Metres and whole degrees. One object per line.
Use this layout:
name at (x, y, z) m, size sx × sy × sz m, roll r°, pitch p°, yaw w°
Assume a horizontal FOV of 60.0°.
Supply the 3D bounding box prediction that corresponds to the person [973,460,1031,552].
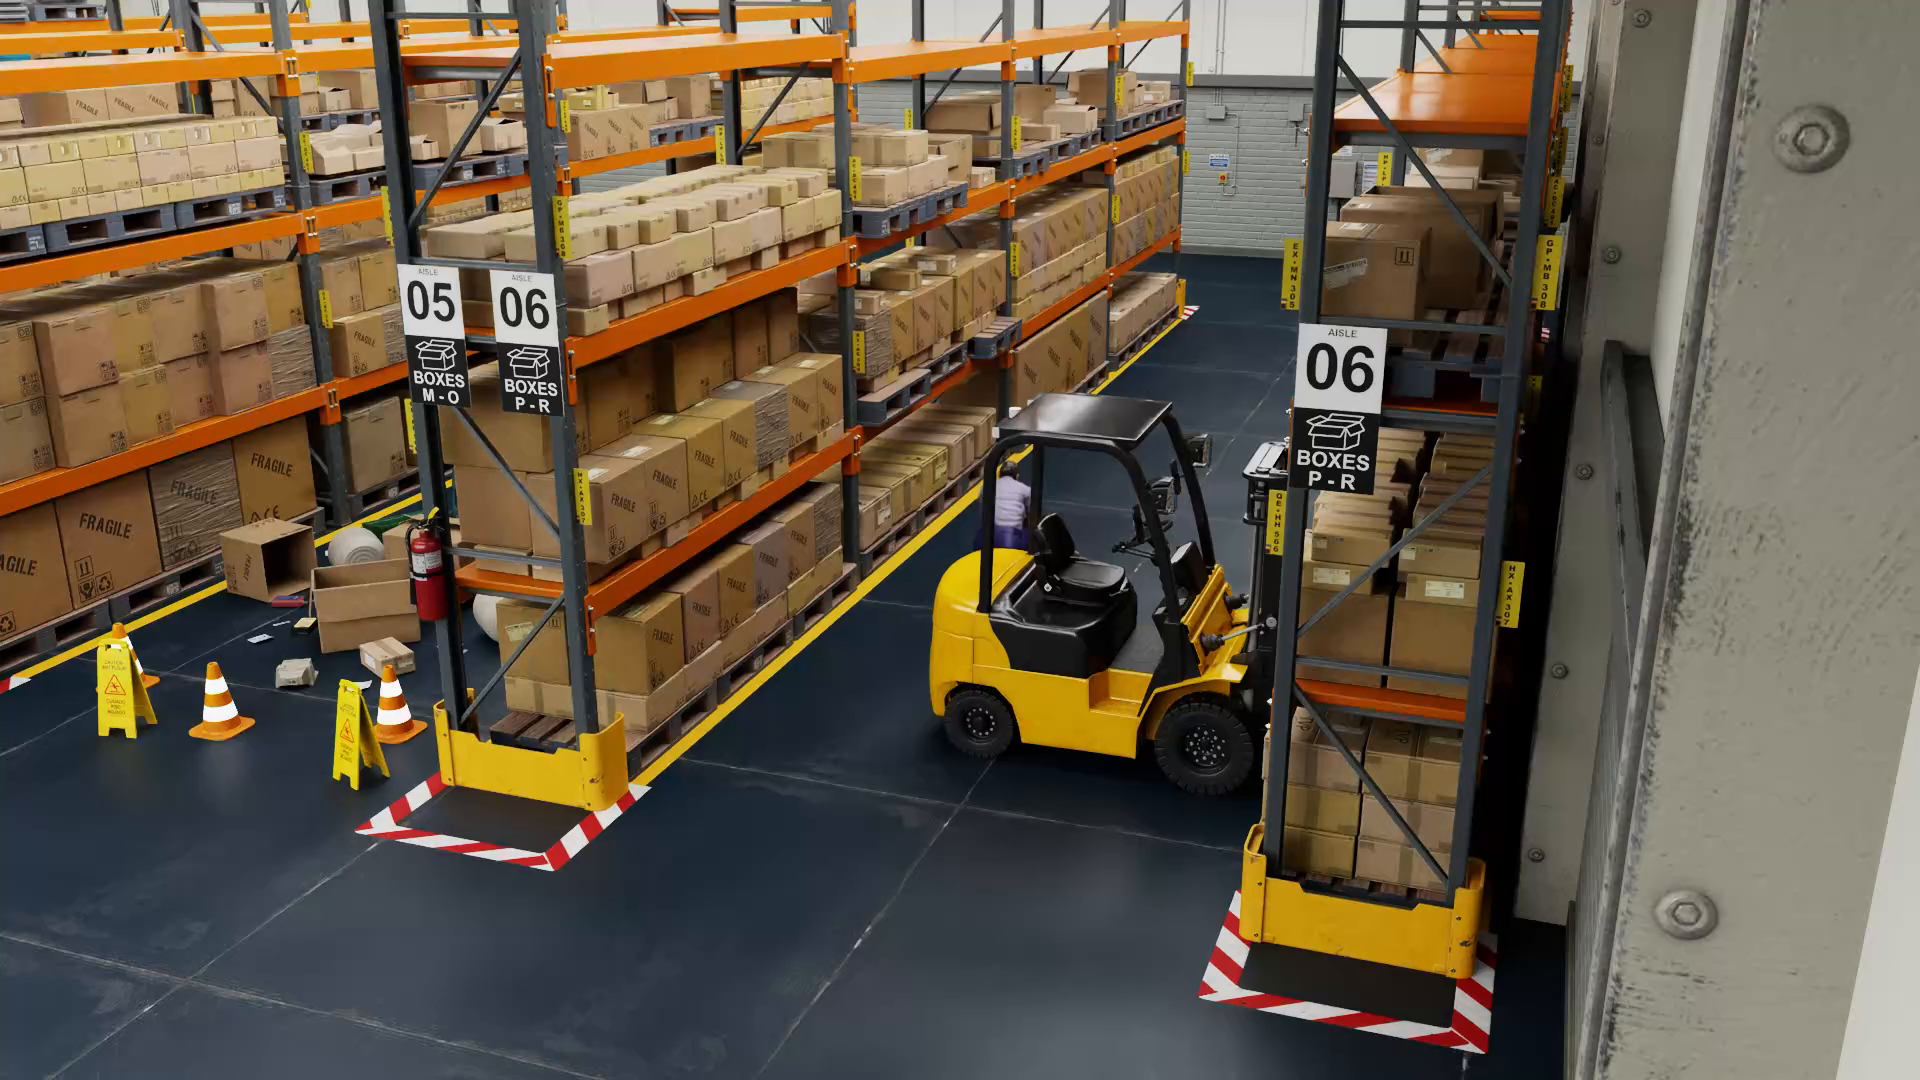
person at (0.382, -0.143, 13.646) m, size 0.529 × 0.929 × 0.818 m, roll 6°, pitch 20°, yaw 18°
